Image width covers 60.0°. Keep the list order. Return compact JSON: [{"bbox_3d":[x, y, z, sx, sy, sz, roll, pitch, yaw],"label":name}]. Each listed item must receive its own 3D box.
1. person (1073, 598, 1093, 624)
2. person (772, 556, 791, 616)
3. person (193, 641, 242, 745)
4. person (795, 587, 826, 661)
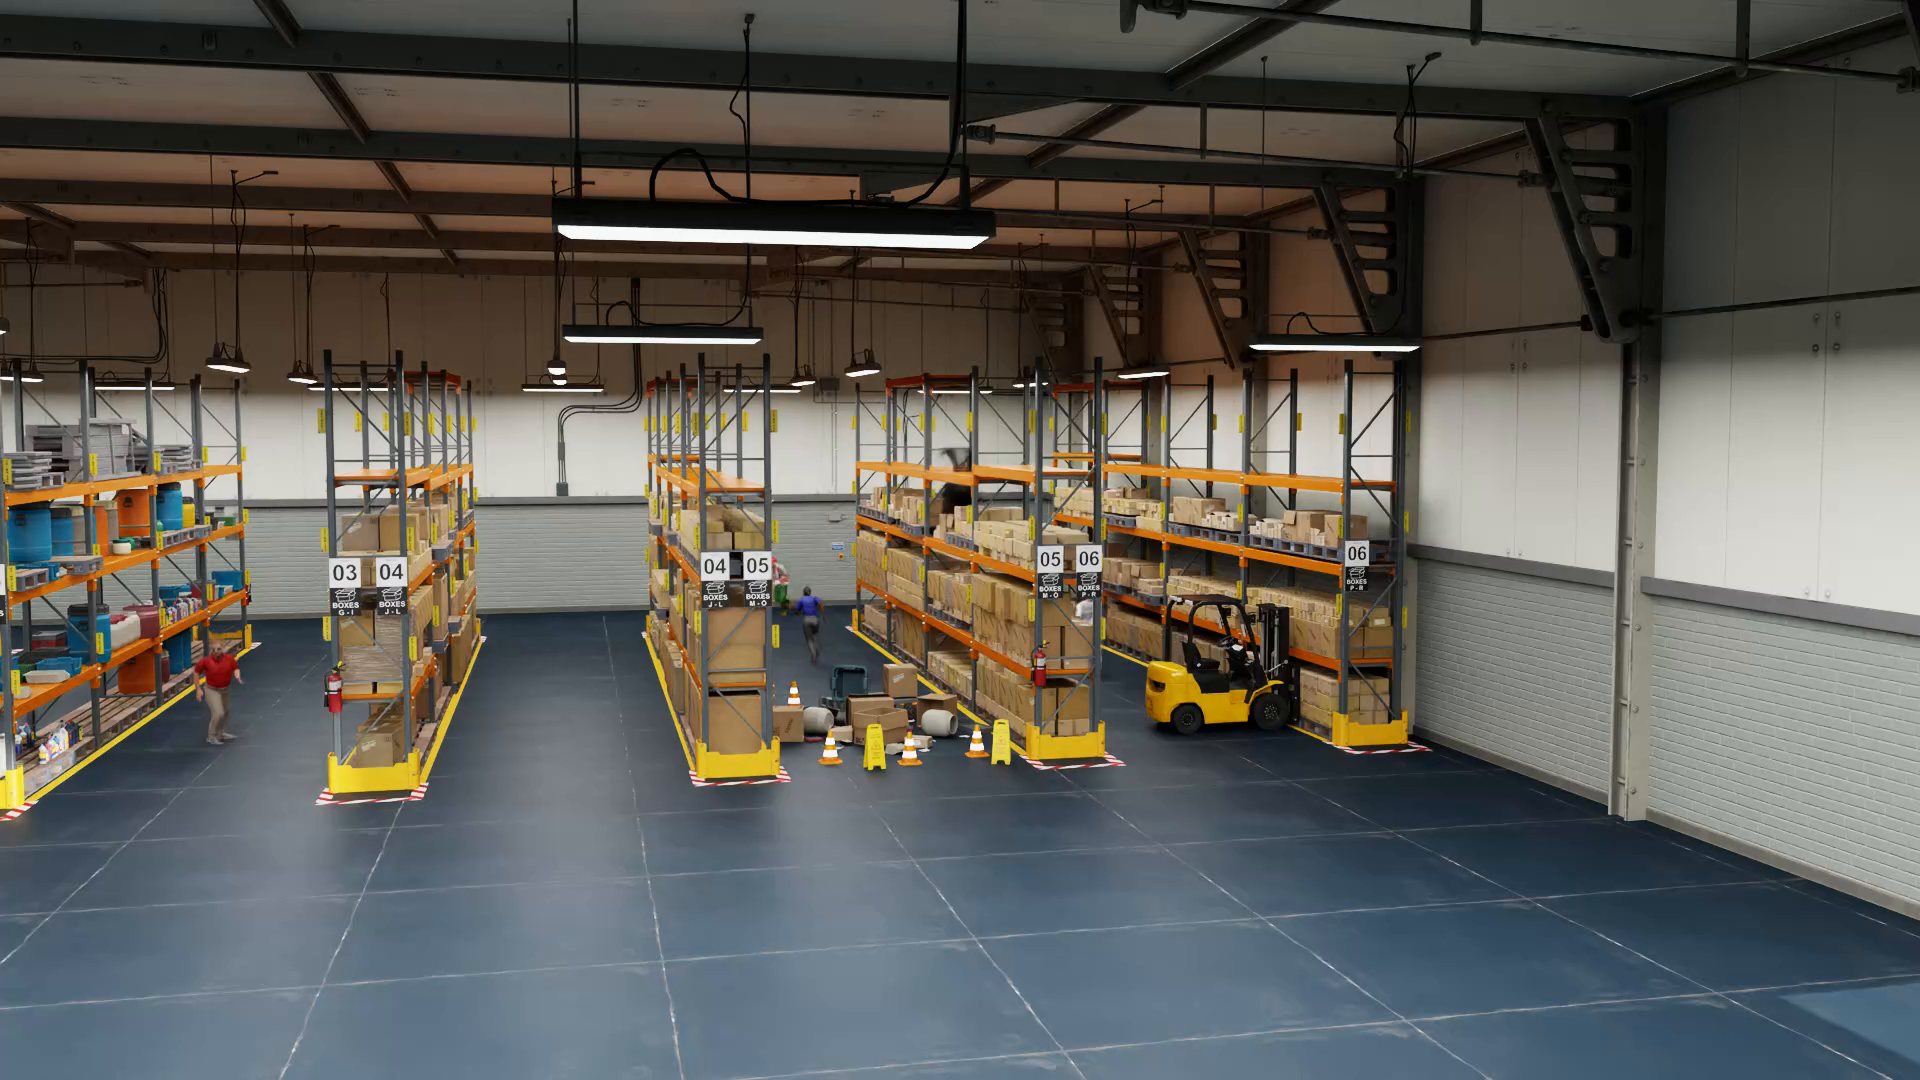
[{"bbox_3d":[2.534,1.805,33.784,0.610,1.666,0.870,-2,4,-26],"label":"person"},{"bbox_3d":[-4.745,1.200,43.394,0.692,1.586,0.890,3,5,34],"label":"person"},{"bbox_3d":[-11.574,2.403,26.064,0.852,1.694,0.671,2,4,27],"label":"person"},{"bbox_3d":[-3.177,1.816,35.320,0.586,1.417,0.965,-1,4,-16],"label":"person"}]
